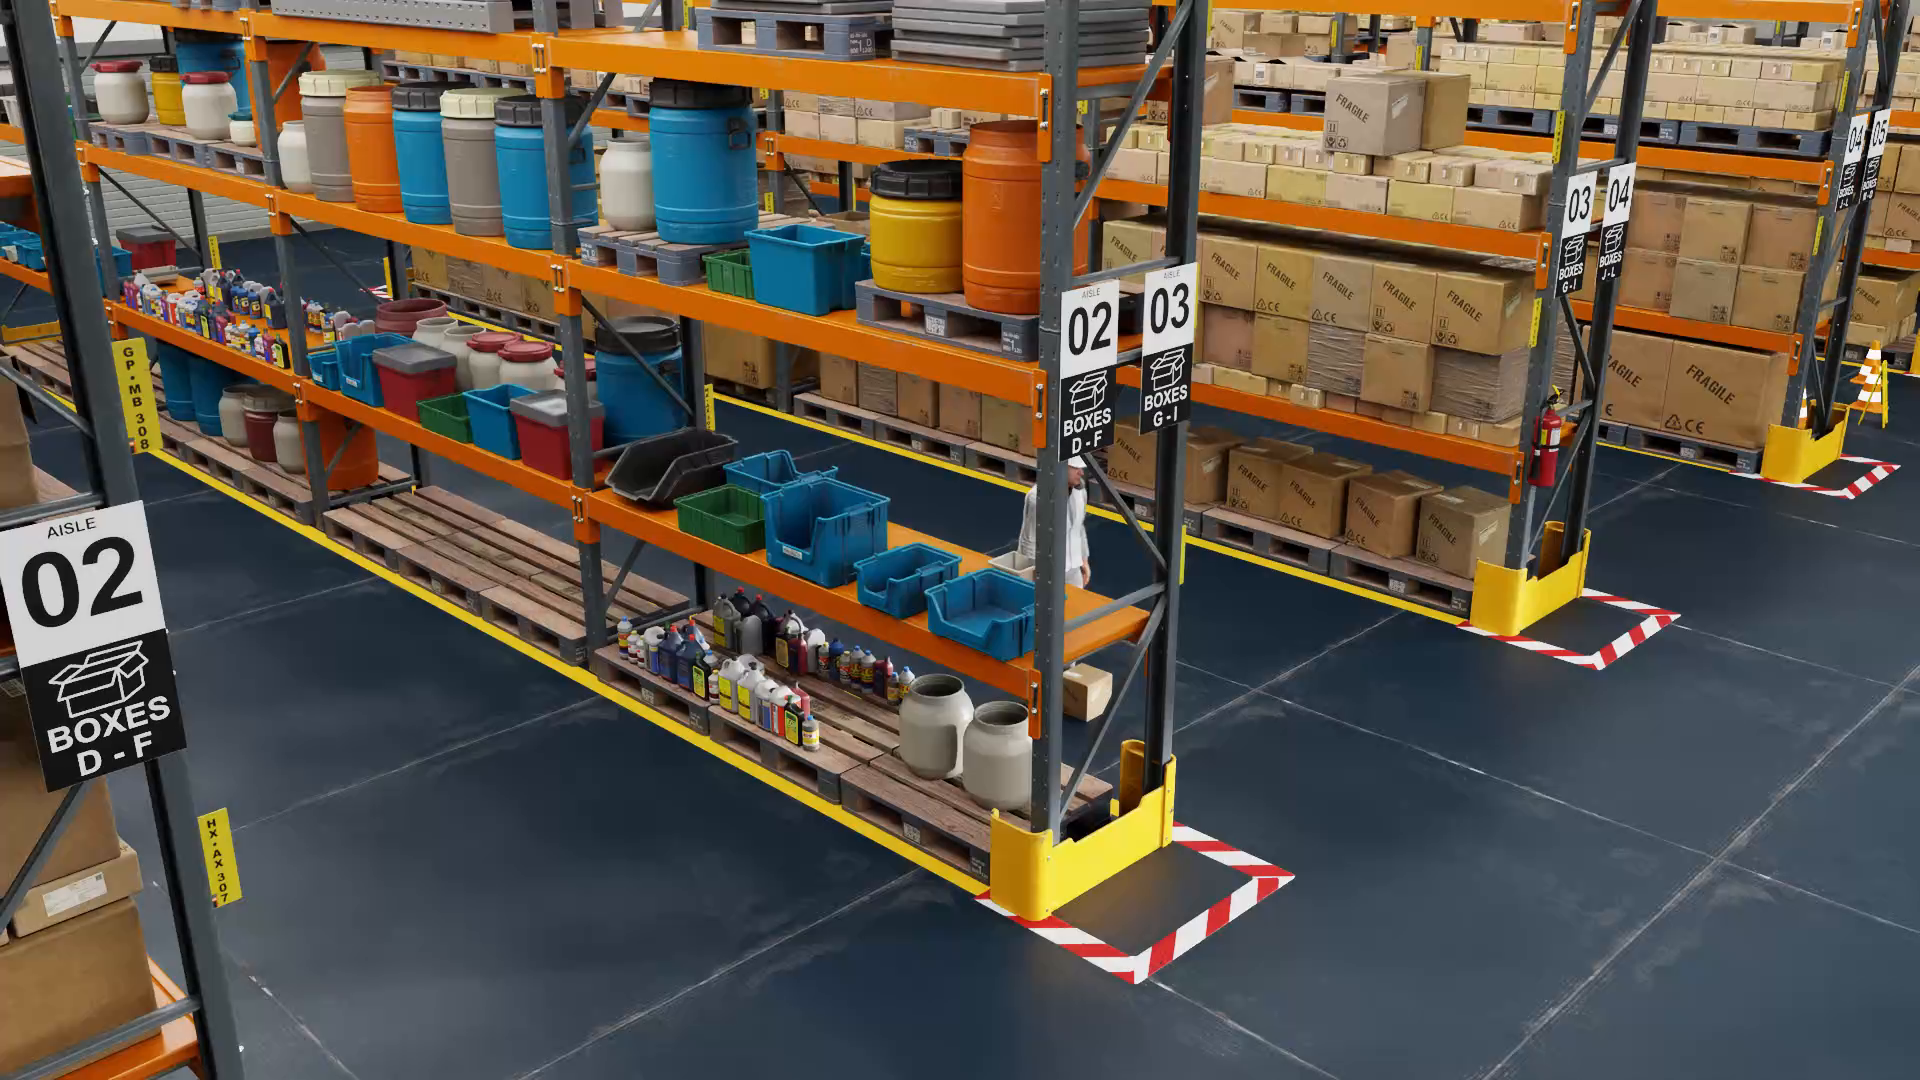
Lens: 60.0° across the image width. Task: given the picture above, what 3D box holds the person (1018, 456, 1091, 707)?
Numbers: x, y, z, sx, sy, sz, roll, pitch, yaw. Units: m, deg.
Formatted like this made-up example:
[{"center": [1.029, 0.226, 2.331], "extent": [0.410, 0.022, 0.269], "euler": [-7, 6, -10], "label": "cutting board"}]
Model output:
[{"center": [0.610, 0.196, 10.514], "extent": [0.464, 1.772, 0.589], "euler": [18, 27, 39], "label": "person"}]
